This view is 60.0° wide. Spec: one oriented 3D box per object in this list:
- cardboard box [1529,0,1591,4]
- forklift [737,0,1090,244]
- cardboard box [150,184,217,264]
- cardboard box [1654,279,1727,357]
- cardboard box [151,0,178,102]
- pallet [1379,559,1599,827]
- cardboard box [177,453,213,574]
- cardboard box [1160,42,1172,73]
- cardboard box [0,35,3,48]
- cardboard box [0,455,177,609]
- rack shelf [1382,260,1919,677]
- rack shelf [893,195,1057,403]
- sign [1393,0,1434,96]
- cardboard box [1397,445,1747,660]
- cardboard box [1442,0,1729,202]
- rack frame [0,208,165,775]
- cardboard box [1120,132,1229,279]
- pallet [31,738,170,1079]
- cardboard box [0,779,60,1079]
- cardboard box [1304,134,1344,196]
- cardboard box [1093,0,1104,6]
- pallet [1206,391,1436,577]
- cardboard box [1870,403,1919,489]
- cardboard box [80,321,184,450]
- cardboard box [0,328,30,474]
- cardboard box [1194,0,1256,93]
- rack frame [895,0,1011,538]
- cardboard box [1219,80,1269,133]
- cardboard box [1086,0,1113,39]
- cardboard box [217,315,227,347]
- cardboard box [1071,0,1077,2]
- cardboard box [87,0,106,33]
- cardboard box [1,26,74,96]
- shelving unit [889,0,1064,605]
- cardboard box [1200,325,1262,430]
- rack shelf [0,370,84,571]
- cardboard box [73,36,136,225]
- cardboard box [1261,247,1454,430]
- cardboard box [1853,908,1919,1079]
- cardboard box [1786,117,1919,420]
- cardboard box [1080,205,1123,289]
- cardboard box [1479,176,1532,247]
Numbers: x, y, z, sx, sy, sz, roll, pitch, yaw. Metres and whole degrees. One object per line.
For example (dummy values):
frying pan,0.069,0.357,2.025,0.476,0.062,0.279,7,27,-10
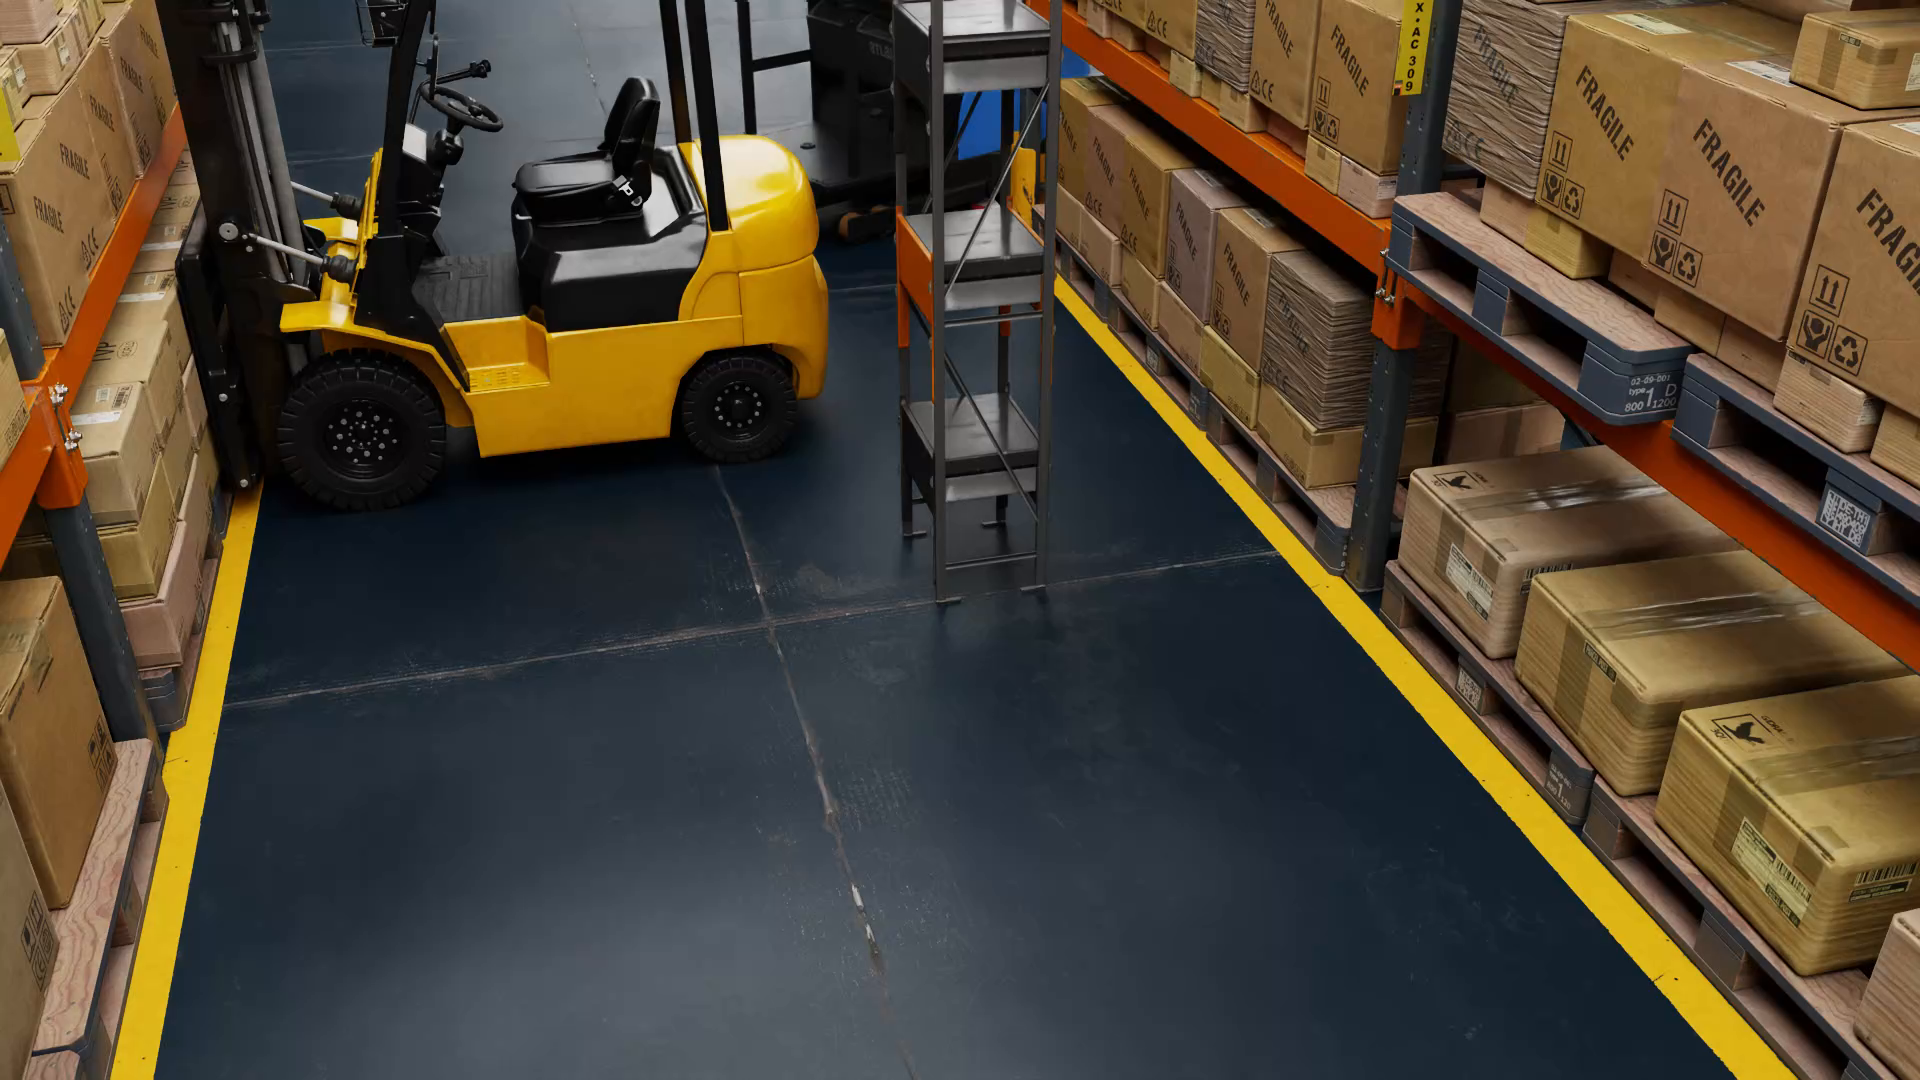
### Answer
cardboard box,1.666,-1.557,4.483,0.380,0.149,0.250,-8,31,-13
forklift,-0.678,-3.174,8.807,3.031,2.935,1.130,-23,37,-34
cardboard box,-3.256,-1.223,6.695,0.500,0.250,0.500,-7,31,-13
cardboard box,1.959,-0.583,4.094,0.380,0.149,0.250,-7,31,-13
cardboard box,-3.451,-2.056,6.708,0.500,0.500,0.500,-7,31,-12
pallet,2.091,0.386,5.373,1.003,0.211,1.213,-8,31,-13
cardboard box,-2.861,-0.048,5.664,0.500,0.250,0.500,-9,31,-14
cardboard box,1.078,-2.070,7.082,0.380,0.149,0.250,-9,31,-15
cardboard box,-2.933,-1.418,4.661,0.380,0.149,0.250,-8,31,-14
cardboard box,-2.733,-0.018,5.113,0.500,0.250,0.500,-8,31,-14
rack shelf,2.413,0.080,3.835,1.077,0.370,4.000,-8,31,-13
rack shelf,0.044,-0.817,5.593,0.431,0.518,0.480,-8,31,-13
sign,1.361,-1.496,4.976,0.100,0.325,0.005,-8,31,-13
cardboard box,2.024,0.011,5.440,0.950,0.372,0.625,-7,31,-13
cardboard box,1.731,-1.286,4.662,0.500,0.500,0.500,-7,31,-12
rack frame,-2.902,-0.535,4.180,1.000,3.000,0.127,-8,31,-13
cardboard box,1.044,-1.512,7.445,0.500,0.500,0.500,-7,31,-12
pallet,-2.669,1.022,4.273,1.003,0.211,1.213,-8,31,-13
cardboard box,-2.554,0.937,3.588,0.875,0.625,0.625,-8,31,-14
cardboard box,1.431,-1.323,5.792,0.380,0.149,0.250,-7,31,-12
cardboard box,0.820,-2.786,7.672,0.500,0.500,0.500,-7,31,-12
pallet,1.670,-0.310,6.575,1.003,0.211,1.213,-8,31,-13
cardboard box,2.143,-0.203,3.438,0.380,0.149,0.250,-9,31,-15
cardboard box,-2.854,-0.483,5.418,0.500,0.250,0.500,-8,31,-13
cardboard box,-2.516,-0.262,3.858,0.500,0.250,0.500,-7,31,-12
cardboard box,1.240,-2.048,6.398,0.500,0.500,0.500,-7,31,-12
rack frame,-0.021,-0.947,5.789,0.400,2.100,0.015,-8,31,-13
cardboard box,1.231,-1.693,6.432,0.380,0.149,0.250,-8,31,-14
cardboard box,0.807,-2.441,7.724,0.380,0.149,0.250,-7,31,-13
cardboard box,-3.124,-0.749,6.377,0.500,0.250,0.500,-8,31,-13
cardboard box,0.711,-2.829,8.394,0.380,0.149,0.250,-8,31,-13
cardboard box,-3.124,-1.798,5.614,0.380,0.149,0.250,-8,31,-14
cardboard box,-2.893,-1.424,4.969,0.380,0.149,0.250,-7,31,-12
shelving unit,0.044,-0.829,5.586,0.431,2.100,0.503,-8,31,-13
cardboard box,1.316,-0.694,6.781,0.500,0.250,0.500,-9,31,-15
rack shelf,-2.371,0.742,2.692,1.077,0.370,4.000,-8,31,-13
cardboard box,-3.058,-1.321,5.439,0.500,0.500,0.500,-8,31,-14
cardboard box,1.467,-0.763,6.152,0.500,0.500,0.500,-8,31,-14
cardboard box,2.600,1.061,3.627,0.950,0.372,0.625,-8,31,-14
cardboard box,2.129,-0.557,3.402,0.500,0.500,0.500,-9,31,-15
cardboard box,0.897,-1.447,8.081,0.500,0.250,0.500,-7,31,-11
cardboard box,1.725,-0.961,4.748,0.380,0.149,0.250,-7,31,-13
